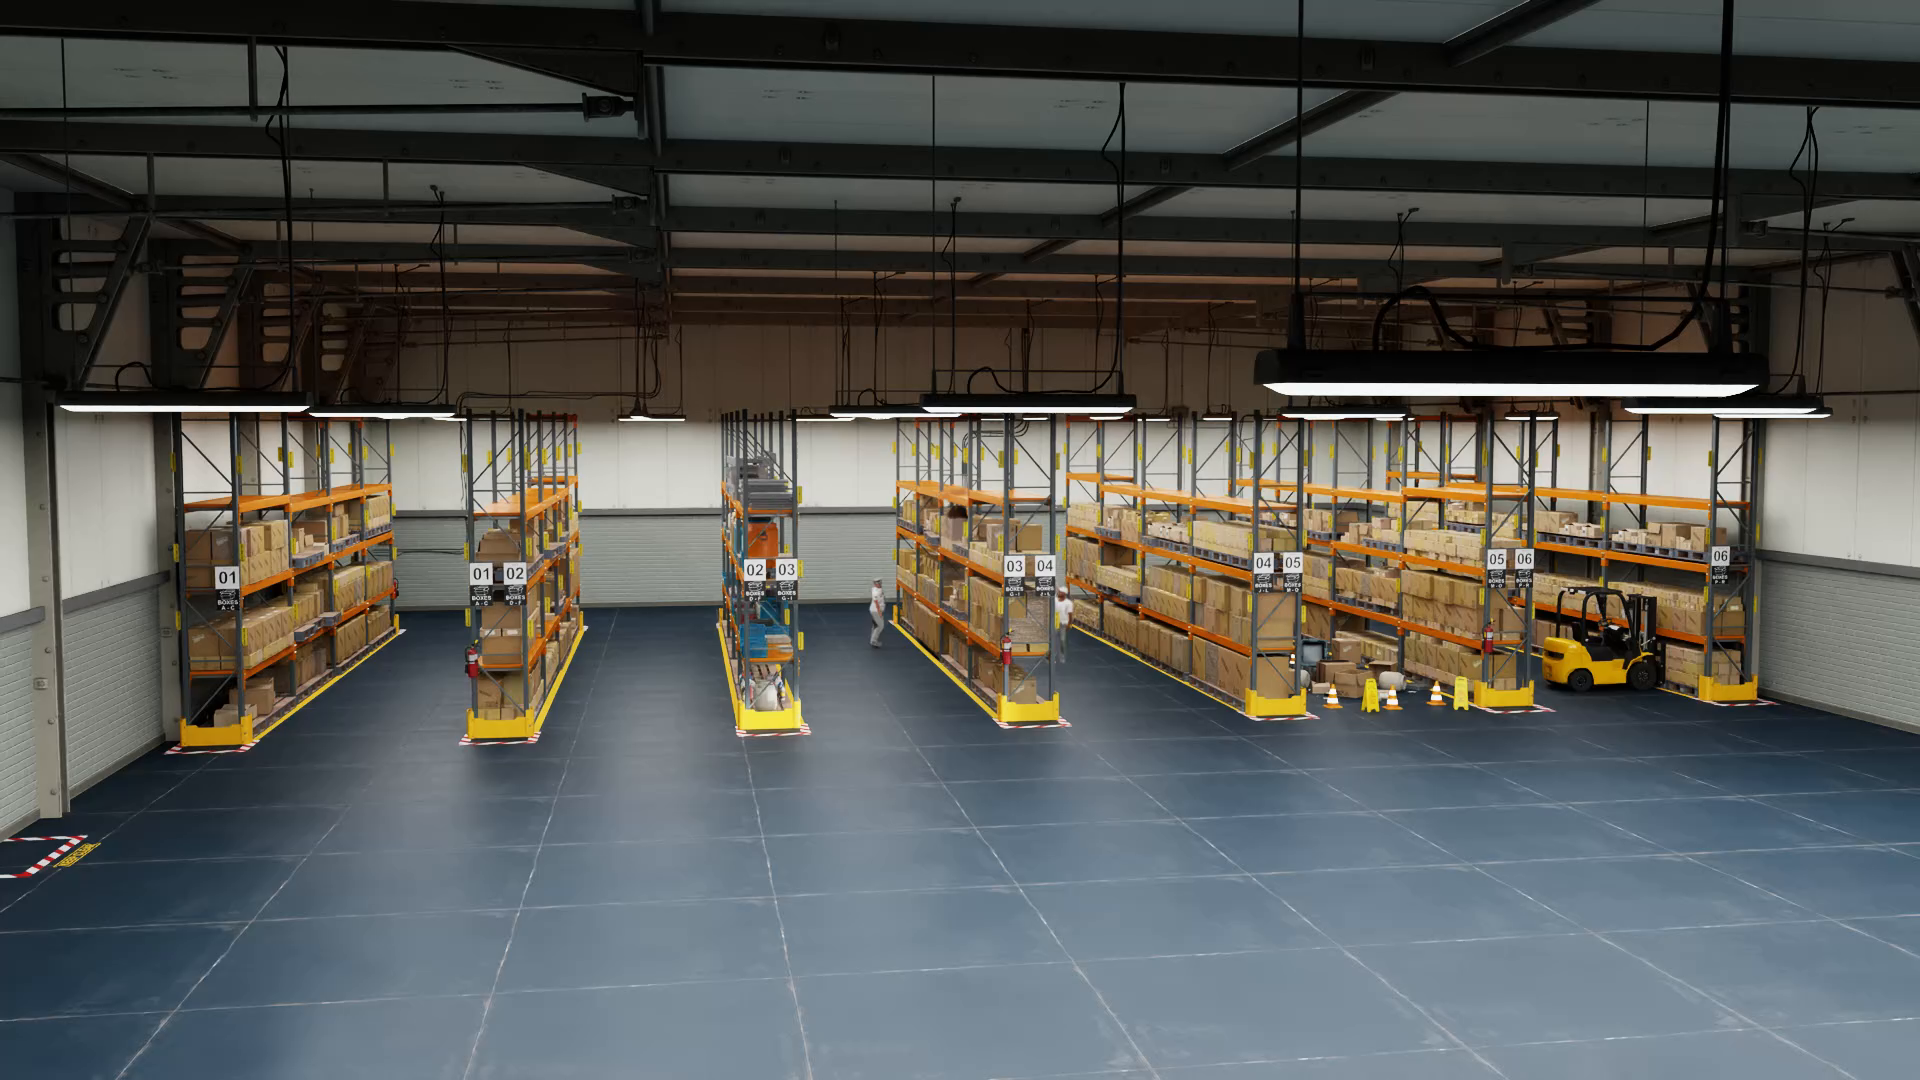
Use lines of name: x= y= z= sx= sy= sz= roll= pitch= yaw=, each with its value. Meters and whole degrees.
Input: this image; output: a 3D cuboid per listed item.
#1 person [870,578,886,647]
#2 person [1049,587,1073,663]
person: x=-2.114 y=1.855 z=42.745 sx=0.405 sy=1.751 sz=0.615 roll=0 pitch=4 yaw=-1
person: x=2.345 y=2.020 z=39.412 sx=0.634 sy=1.822 sz=0.586 roll=1 pitch=4 yaw=18
